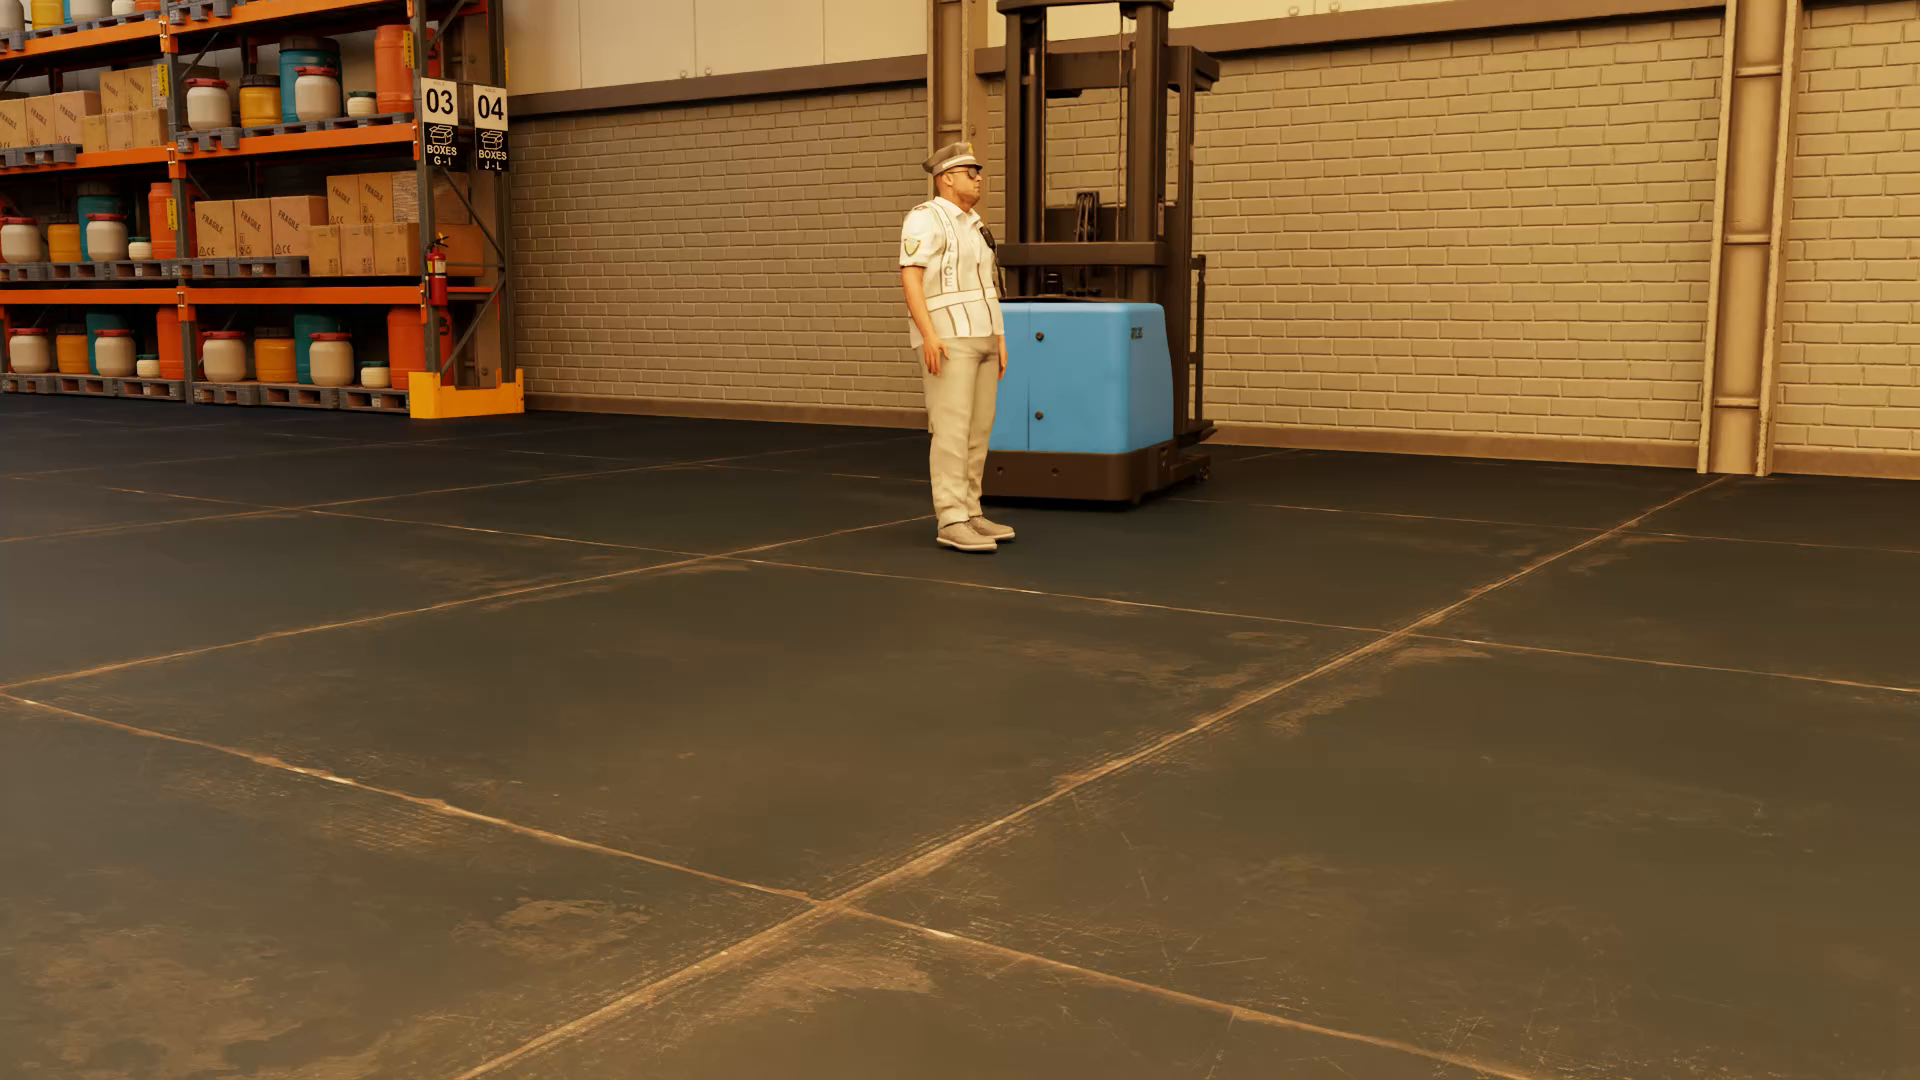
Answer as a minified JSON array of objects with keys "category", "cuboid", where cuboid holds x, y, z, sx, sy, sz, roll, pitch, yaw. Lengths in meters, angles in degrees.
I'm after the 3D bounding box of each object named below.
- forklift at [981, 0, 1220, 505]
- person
[{"category":"forklift","cuboid":[0.891,-1.801,9.856,1.130,2.935,3.031,3,9,21]},{"category":"person","cuboid":[0.058,-0.882,7.424,0.575,1.781,0.640,5,10,34]}]
